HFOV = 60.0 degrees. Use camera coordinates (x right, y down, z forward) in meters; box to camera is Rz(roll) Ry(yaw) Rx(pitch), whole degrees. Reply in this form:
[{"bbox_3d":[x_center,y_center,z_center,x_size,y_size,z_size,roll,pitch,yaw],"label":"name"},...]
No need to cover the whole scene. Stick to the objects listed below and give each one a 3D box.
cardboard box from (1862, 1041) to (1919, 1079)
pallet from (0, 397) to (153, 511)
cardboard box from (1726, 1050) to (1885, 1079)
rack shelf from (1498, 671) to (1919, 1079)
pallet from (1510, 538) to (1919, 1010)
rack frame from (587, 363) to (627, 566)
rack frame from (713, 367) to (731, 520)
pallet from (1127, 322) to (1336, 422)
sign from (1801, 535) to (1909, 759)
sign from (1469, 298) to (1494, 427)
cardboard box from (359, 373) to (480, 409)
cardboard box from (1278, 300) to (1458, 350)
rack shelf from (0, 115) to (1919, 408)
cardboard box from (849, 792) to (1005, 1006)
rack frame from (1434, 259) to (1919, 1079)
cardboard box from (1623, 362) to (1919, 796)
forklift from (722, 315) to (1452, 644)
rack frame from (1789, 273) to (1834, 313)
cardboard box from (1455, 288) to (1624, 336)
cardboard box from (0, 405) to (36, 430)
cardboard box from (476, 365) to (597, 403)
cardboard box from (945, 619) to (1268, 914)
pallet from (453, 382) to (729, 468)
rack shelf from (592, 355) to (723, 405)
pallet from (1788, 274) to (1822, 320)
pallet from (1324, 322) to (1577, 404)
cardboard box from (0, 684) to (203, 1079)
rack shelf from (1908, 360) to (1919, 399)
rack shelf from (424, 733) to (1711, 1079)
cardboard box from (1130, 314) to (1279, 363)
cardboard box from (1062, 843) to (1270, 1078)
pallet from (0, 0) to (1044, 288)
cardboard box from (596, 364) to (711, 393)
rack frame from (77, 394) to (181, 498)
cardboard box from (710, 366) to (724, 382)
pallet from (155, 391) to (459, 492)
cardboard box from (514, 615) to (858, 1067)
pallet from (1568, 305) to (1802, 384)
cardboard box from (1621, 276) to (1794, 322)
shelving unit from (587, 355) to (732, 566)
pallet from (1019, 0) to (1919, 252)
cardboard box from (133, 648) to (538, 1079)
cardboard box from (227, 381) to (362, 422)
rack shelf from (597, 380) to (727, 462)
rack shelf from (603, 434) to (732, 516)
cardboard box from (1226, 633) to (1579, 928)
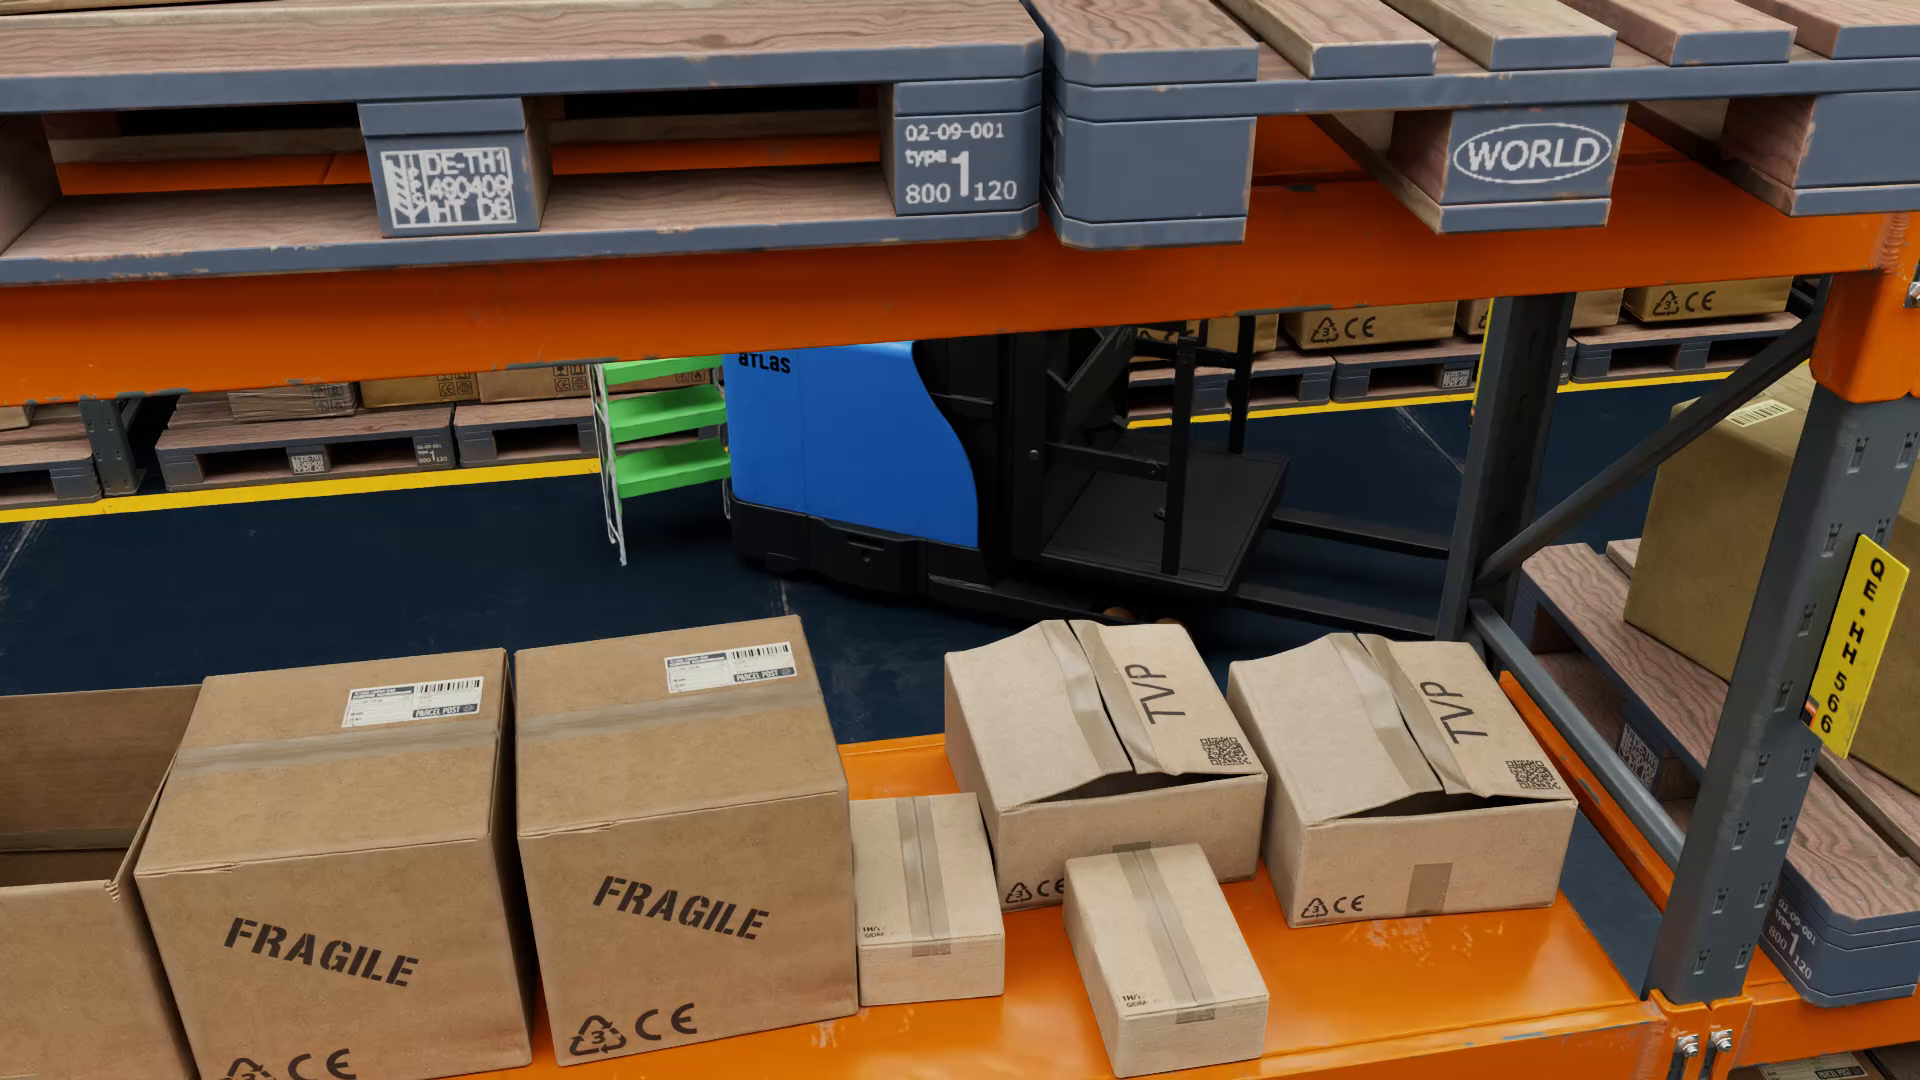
[{"bbox_3d":[2.189,1.317,3.583,0.500,0.500,0.500,-6,31,-11],"label":"cardboard box"},{"bbox_3d":[-4.309,-0.444,7.297,1.213,0.211,1.003,-5,31,-9],"label":"pallet"},{"bbox_3d":[1.675,1.368,3.497,0.500,0.500,0.500,-4,31,-7],"label":"cardboard box"},{"bbox_3d":[3.143,0.507,3.639,4.000,0.370,1.077,-5,31,-9],"label":"rack shelf"},{"bbox_3d":[1.830,0.365,3.359,1.003,0.211,1.213,-5,31,-9],"label":"pallet"},{"bbox_3d":[-1.375,-0.474,6.370,0.015,1.200,0.240,-12,32,-20],"label":"rack frame"},{"bbox_3d":[-0.927,-0.573,6.539,0.015,1.200,0.240,-12,32,-20],"label":"rack frame"},{"bbox_3d":[1.069,-0.923,8.111,1.213,0.211,1.003,-5,31,-9],"label":"pallet"},{"bbox_3d":[1.279,0.156,2.382,0.005,0.325,0.100,-5,31,-9],"label":"sign"},{"bbox_3d":[1.069,-0.356,3.331,0.005,0.325,0.100,-5,31,-9],"label":"sign"},{"bbox_3d":[-2.434,-0.985,7.498,0.500,0.500,0.700,-6,31,-10],"label":"cardboard box"},{"bbox_3d":[1.890,-1.423,7.918,0.750,0.750,0.750,-5,31,-9],"label":"cardboard box"},{"bbox_3d":[-0.791,-0.421,2.258,4.000,0.370,1.077,-5,31,-9],"label":"rack shelf"},{"bbox_3d":[-0.068,0.632,2.964,0.250,0.149,0.380,-3,31,-5],"label":"cardboard box"},{"bbox_3d":[1.175,0.377,3.149,0.053,2.616,0.949,-5,31,-9],"label":"rack frame"},{"bbox_3d":[1.775,0.041,3.208,0.500,0.500,0.700,-16,34,-25],"label":"cardboard box"},{"bbox_3d":[0.672,-1.120,5.764,3.031,2.935,1.130,11,32,18],"label":"forklift"},{"bbox_3d":[4.214,-2.456,7.967,0.127,3.000,1.000,-5,31,-9],"label":"rack frame"},{"bbox_3d":[2.725,-1.503,8.054,0.750,0.750,0.750,-4,31,-7],"label":"cardboard box"},{"bbox_3d":[-4.176,-0.630,7.223,0.250,0.166,0.380,-9,32,-15],"label":"cardboard box"},{"bbox_3d":[-1.925,-1.012,7.543,0.500,0.500,0.700,-5,31,-8],"label":"cardboard box"},{"bbox_3d":[0.261,0.403,3.194,0.500,0.311,0.500,-6,31,-10],"label":"cardboard box"},{"bbox_3d":[-1.687,-0.708,7.746,1.213,0.211,1.003,-5,31,-9],"label":"pallet"},{"bbox_3d":[-1.151,-0.675,6.366,0.480,0.148,0.258,-12,32,-20],"label":"rack shelf"},{"bbox_3d":[4.977,-1.284,8.725,1.213,0.211,1.003,-5,31,-9],"label":"pallet"},{"bbox_3d":[2.267,-1.032,8.298,1.213,0.211,1.003,-5,31,-9],"label":"pallet"},{"bbox_3d":[-1.482,0.591,2.687,0.500,0.500,0.500,-3,31,-5],"label":"cardboard box"},{"bbox_3d":[3.143,-0.787,2.879,4.000,0.370,1.077,-5,31,-9],"label":"rack shelf"},{"bbox_3d":[-0.791,0.872,3.018,4.000,0.370,1.077,-5,31,-9],"label":"rack shelf"},{"bbox_3d":[1.027,-1.347,7.787,0.750,0.750,0.750,-6,31,-10],"label":"cardboard box"},{"bbox_3d":[0.341,0.707,2.836,0.250,0.149,0.380,-5,31,-9],"label":"cardboard box"},{"bbox_3d":[-0.575,-0.623,2.076,1.213,0.211,1.003,-4,31,-7],"label":"pallet"},{"bbox_3d":[-1.430,-1.062,7.629,0.500,0.500,0.700,-5,31,-9],"label":"cardboard box"},{"bbox_3d":[-3.655,-1.725,6.725,0.127,3.000,1.000,-5,31,-9],"label":"rack frame"},{"bbox_3d":[-0.947,-1.122,7.731,0.500,0.500,0.700,-5,31,-9],"label":"cardboard box"},{"bbox_3d":[-2.889,-0.595,7.554,1.213,0.211,1.003,-5,31,-9],"label":"pallet"},{"bbox_3d":[-0.472,0.497,2.846,0.500,0.500,0.500,-7,31,-12],"label":"cardboard box"},{"bbox_3d":[3.469,-1.146,8.490,1.213,0.211,1.003,-5,31,-9],"label":"pallet"},{"bbox_3d":[3.599,-1.586,8.194,0.750,0.750,0.750,-5,31,-8],"label":"cardboard box"},{"bbox_3d":[-1.151,-0.523,6.455,0.503,1.200,0.258,-12,32,-20],"label":"shelving unit"},{"bbox_3d":[0.524,-0.726,2.252,1.003,0.211,1.213,-4,31,-7],"label":"pallet"},{"bbox_3d":[-0.990,0.545,2.765,0.500,0.500,0.500,-5,31,-9],"label":"cardboard box"},{"bbox_3d":[-2.934,-0.913,7.375,0.500,0.500,0.700,-4,31,-7],"label":"cardboard box"},{"bbox_3d":[-1.151,-0.468,6.487,0.480,0.148,0.258,-12,32,-20],"label":"rack shelf"},{"bbox_3d":[-1.150,-0.261,6.608,0.480,0.148,0.258,-12,32,-20],"label":"rack shelf"},{"bbox_3d":[0.810,0.429,3.149,0.500,0.311,0.500,-3,31,-6],"label":"cardboard box"}]
